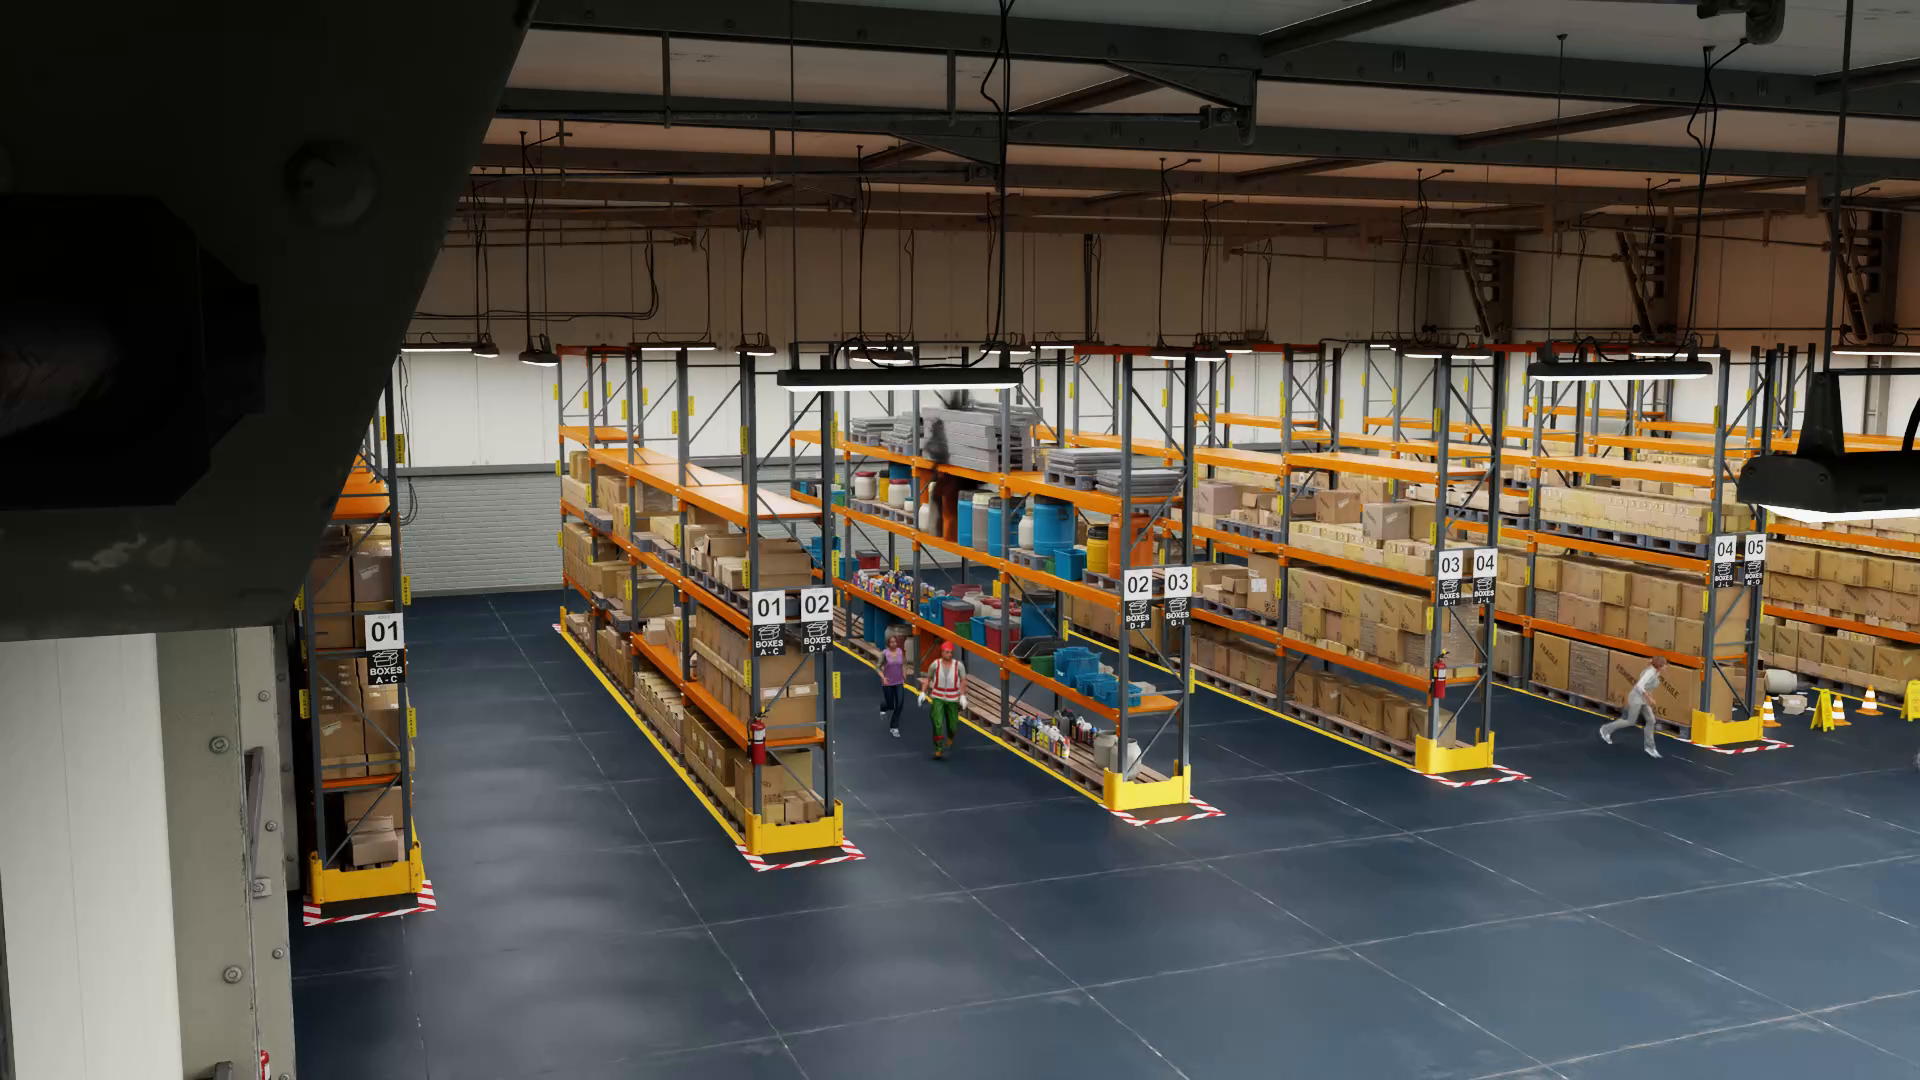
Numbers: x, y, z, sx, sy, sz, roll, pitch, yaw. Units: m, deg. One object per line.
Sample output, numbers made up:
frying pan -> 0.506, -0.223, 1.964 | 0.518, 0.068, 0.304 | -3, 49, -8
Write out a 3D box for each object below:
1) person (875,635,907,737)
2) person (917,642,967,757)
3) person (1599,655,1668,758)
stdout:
person -> -1.070, 2.258, 26.137 | 0.544, 1.574, 0.673 | -3, 8, -22
person -> -0.261, 2.349, 24.818 | 0.735, 1.724, 0.765 | 0, 7, 1
person -> 10.055, 2.447, 24.853 | 0.912, 1.547, 0.568 | 4, 8, 31
